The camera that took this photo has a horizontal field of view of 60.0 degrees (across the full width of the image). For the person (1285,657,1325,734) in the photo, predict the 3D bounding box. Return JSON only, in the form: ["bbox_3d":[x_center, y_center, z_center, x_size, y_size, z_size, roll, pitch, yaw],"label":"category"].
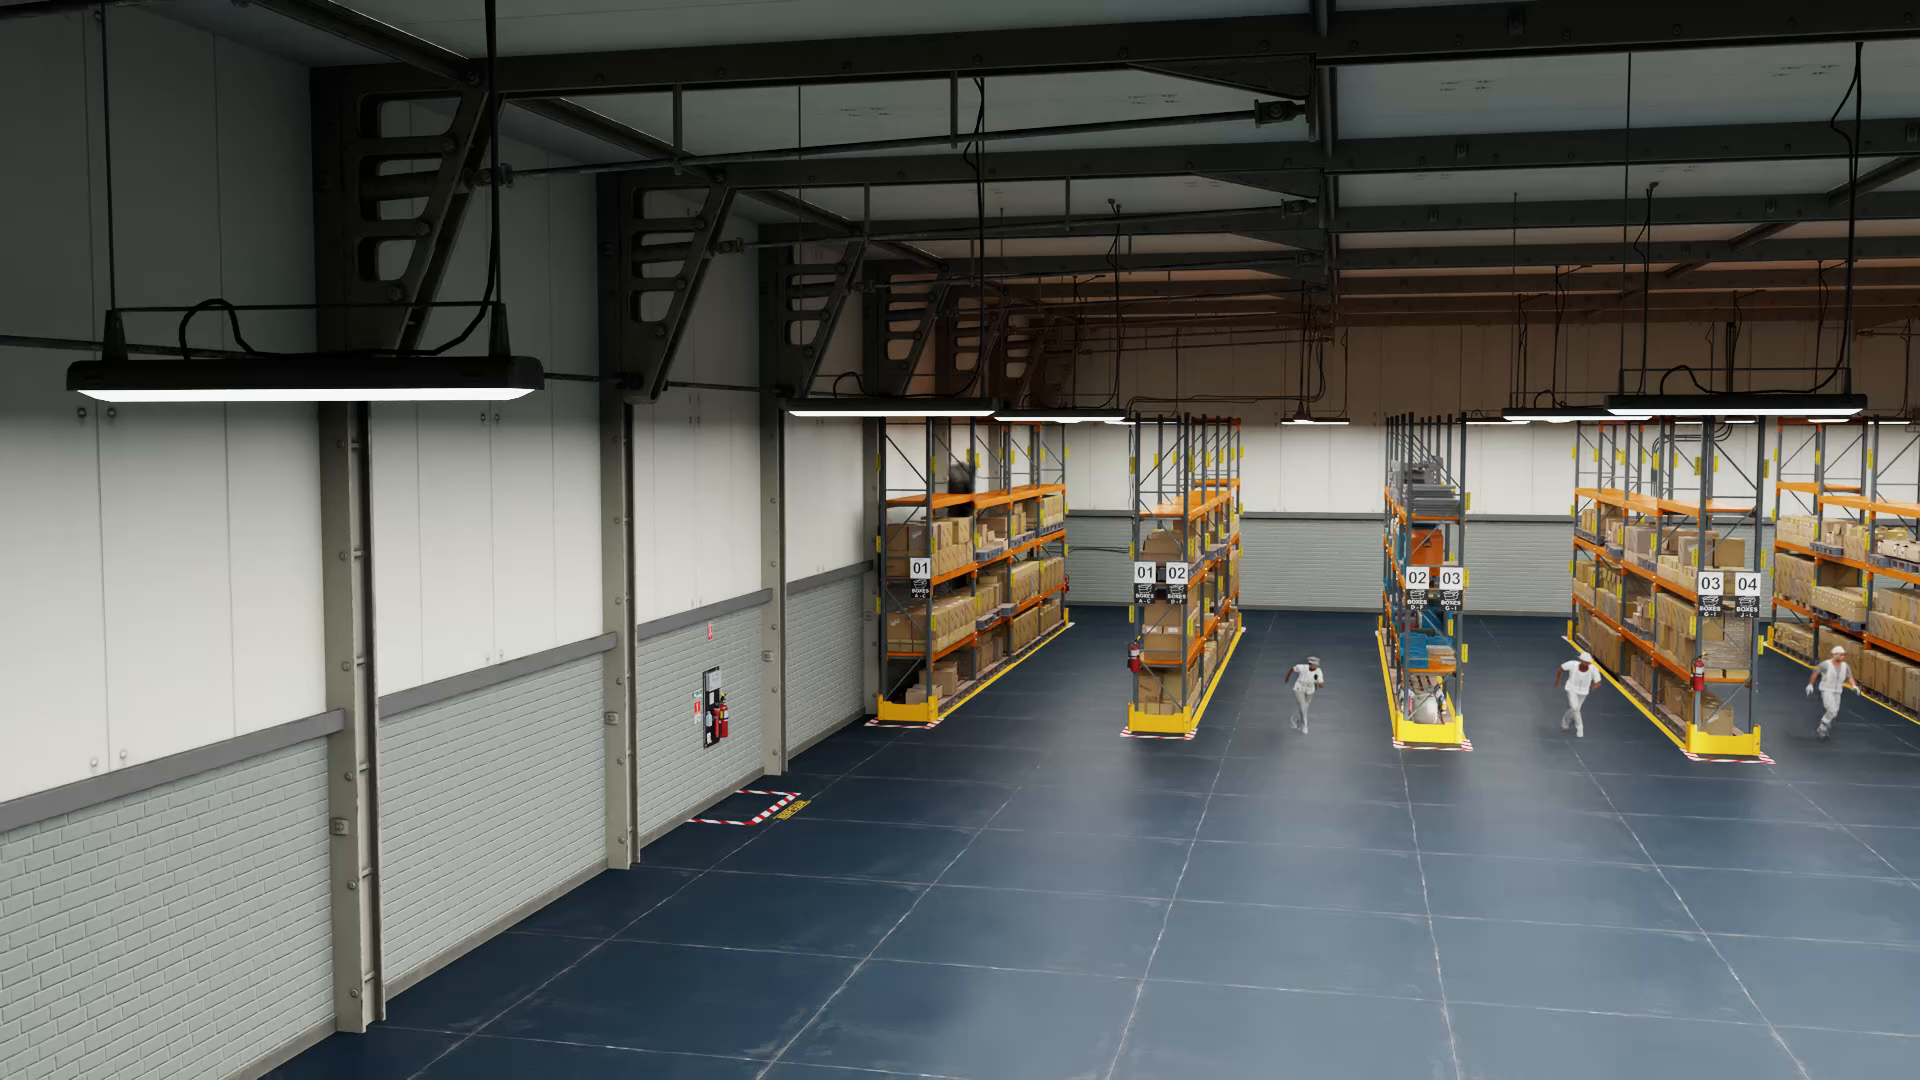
[{"bbox_3d":[6.465,2.872,31.137,0.585,1.461,1.072,-1,4,-10],"label":"person"}]

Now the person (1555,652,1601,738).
[{"bbox_3d":[11.454,2.821,30.848,0.707,1.579,1.105,0,4,2],"label":"person"}]

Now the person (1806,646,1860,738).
[{"bbox_3d":[15.945,2.786,30.304,0.632,1.726,0.802,-1,4,-10],"label":"person"}]
